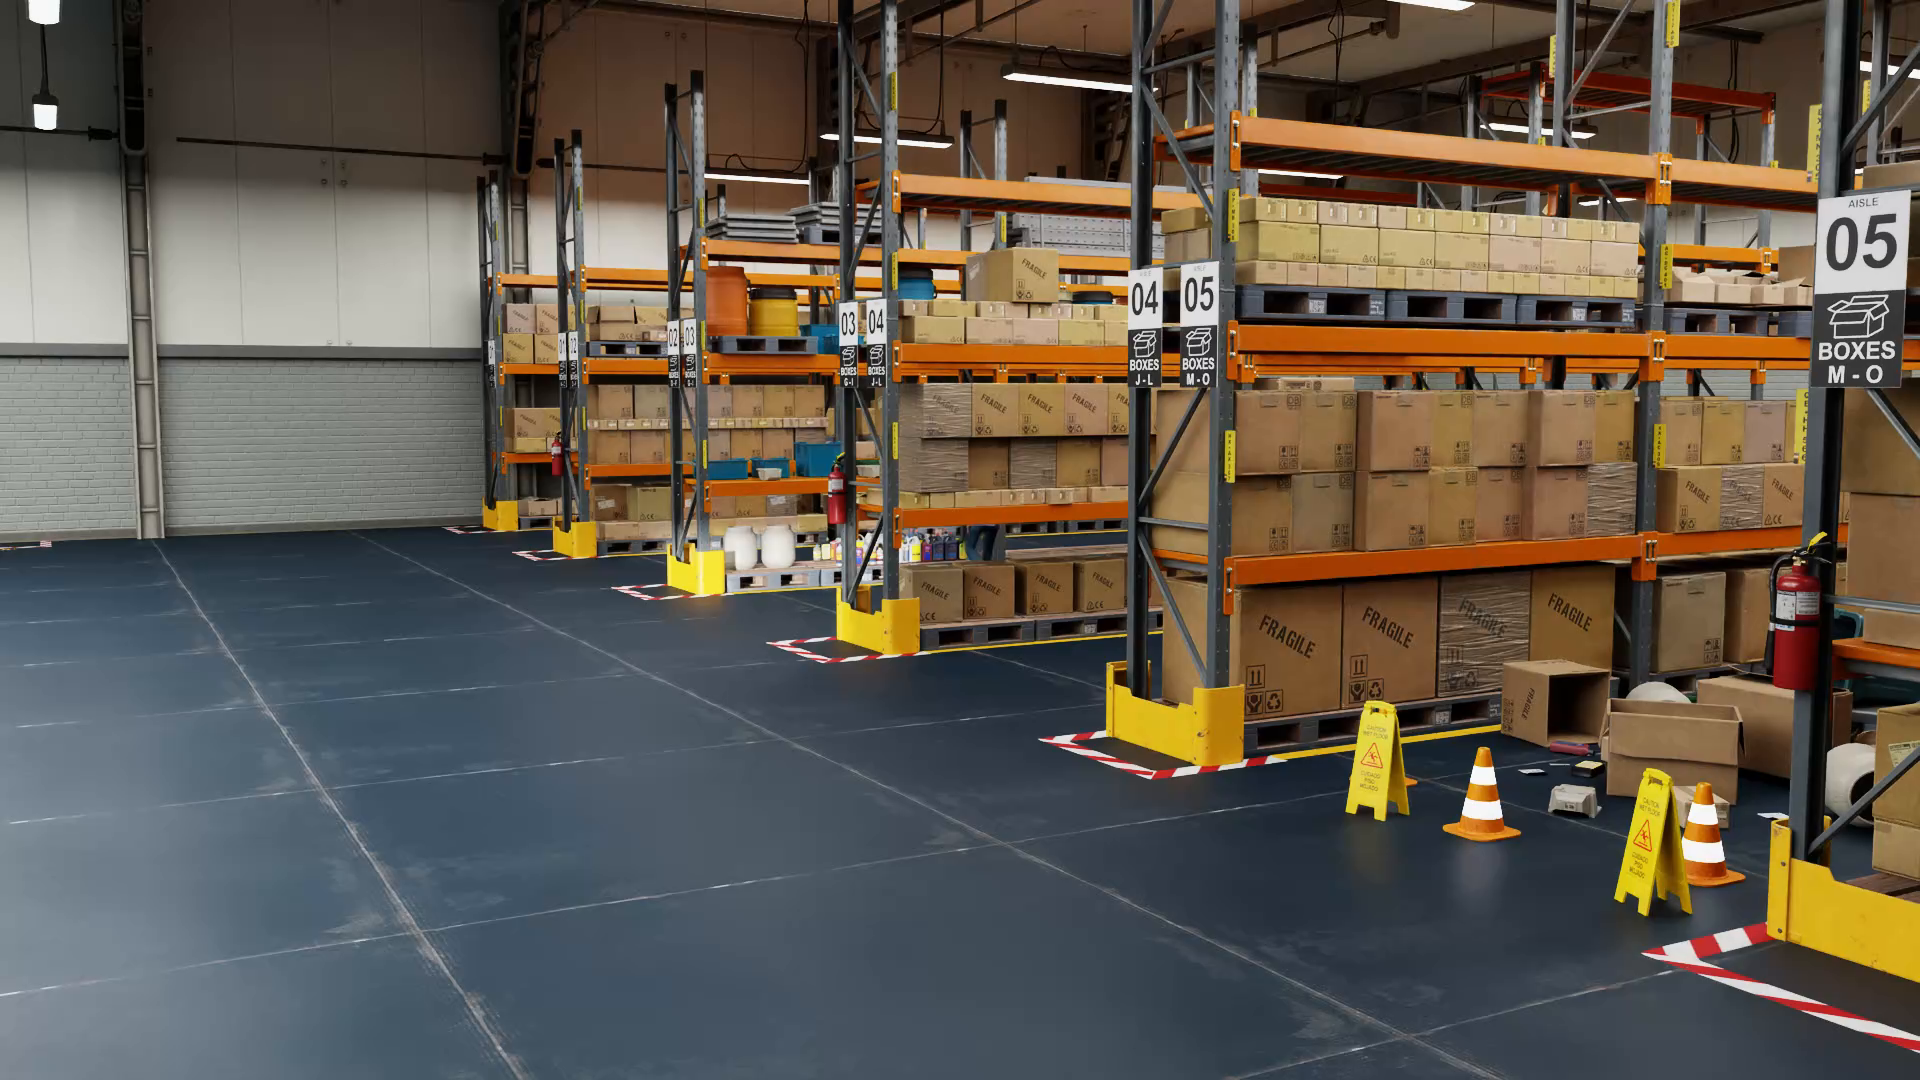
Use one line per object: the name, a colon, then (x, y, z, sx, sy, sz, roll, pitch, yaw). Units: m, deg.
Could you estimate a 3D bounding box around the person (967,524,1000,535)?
person: (0.272, -0.193, 19.690, 0.447, 1.586, 0.595, -2, 6, -19)
